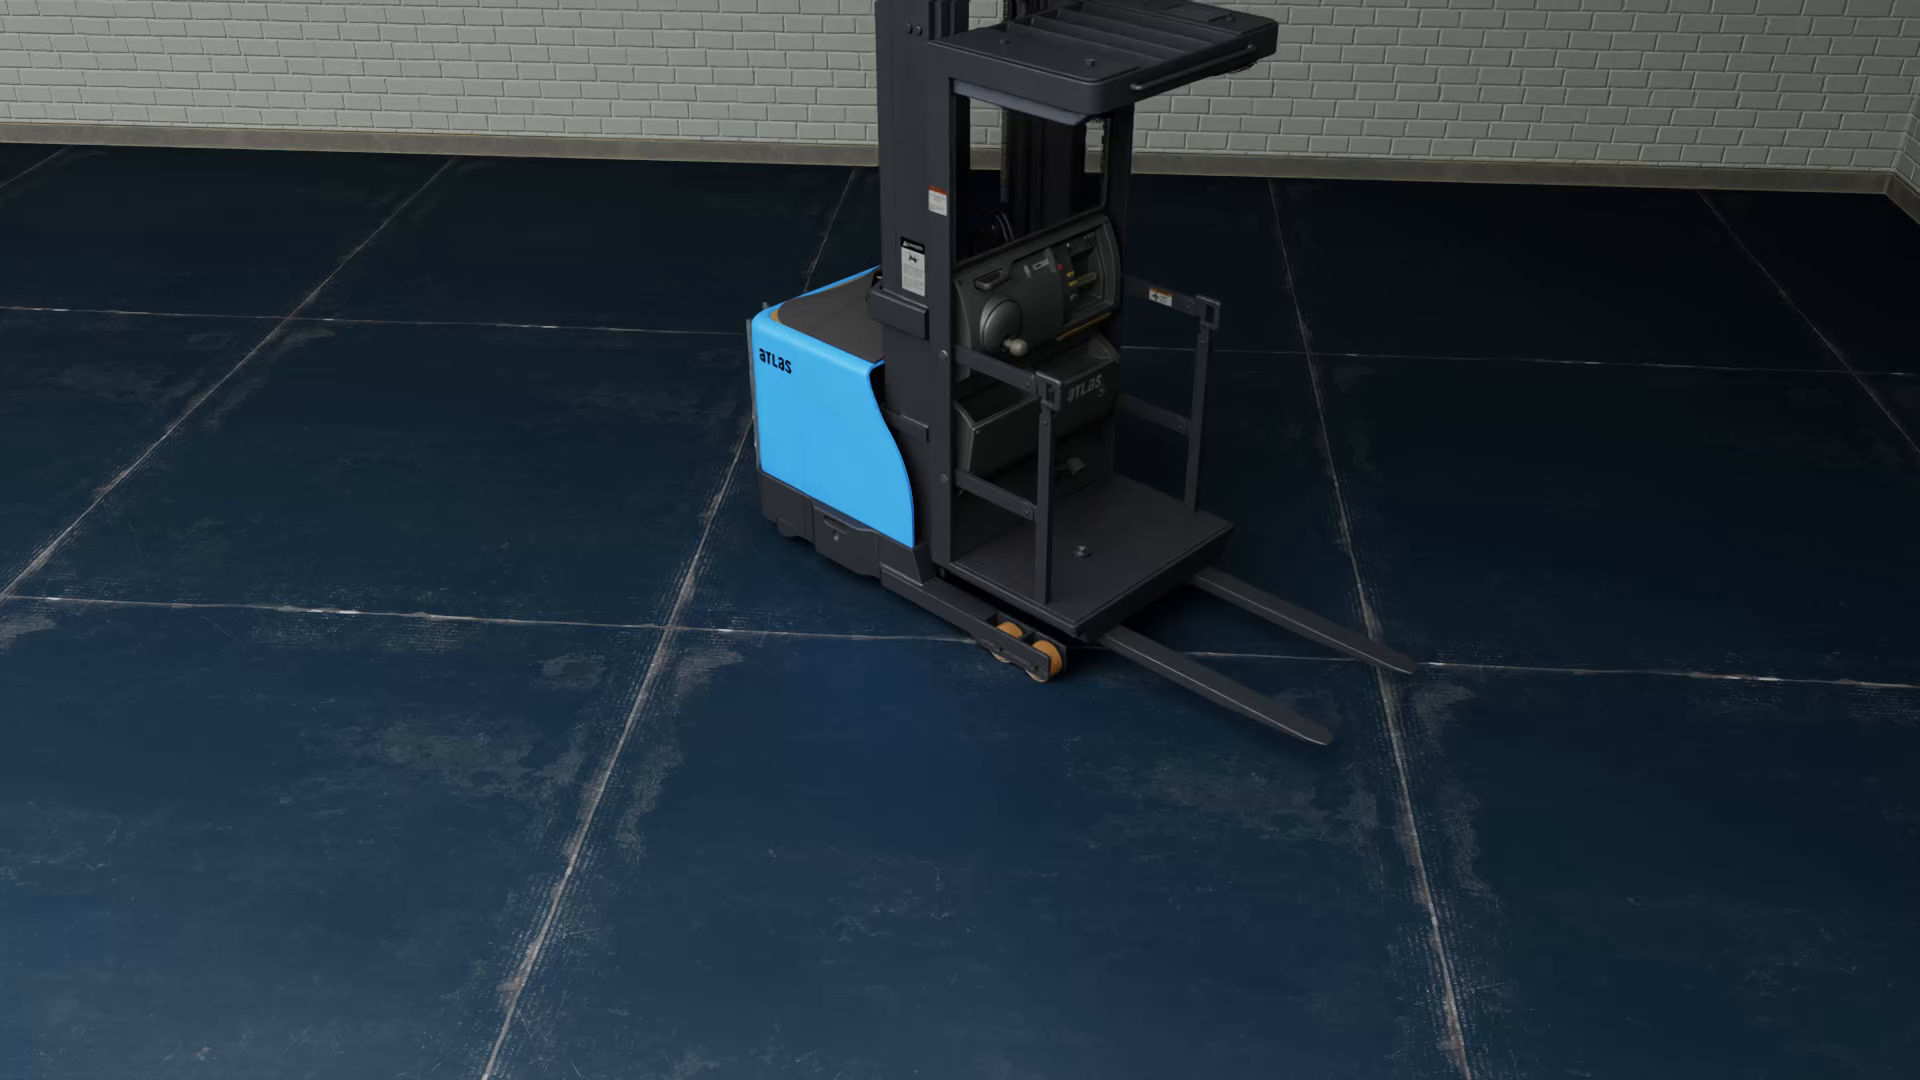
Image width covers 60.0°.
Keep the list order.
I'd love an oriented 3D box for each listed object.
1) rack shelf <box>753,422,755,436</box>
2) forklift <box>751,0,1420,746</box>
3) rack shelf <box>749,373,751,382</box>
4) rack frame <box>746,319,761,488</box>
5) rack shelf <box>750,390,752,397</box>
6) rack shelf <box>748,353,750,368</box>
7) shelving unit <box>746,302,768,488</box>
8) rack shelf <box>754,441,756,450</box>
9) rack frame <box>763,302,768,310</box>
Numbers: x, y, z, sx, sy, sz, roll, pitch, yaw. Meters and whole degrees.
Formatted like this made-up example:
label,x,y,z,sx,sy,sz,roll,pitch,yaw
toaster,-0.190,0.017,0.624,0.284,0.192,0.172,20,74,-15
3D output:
label,x,y,z,sx,sy,sz,roll,pitch,yaw
rack shelf,-0.844,-0.566,8.046,0.258,0.077,0.200,9,33,14
forklift,0.477,-0.978,6.543,3.031,2.935,1.130,26,40,36
rack shelf,-0.844,-0.796,7.904,0.258,0.077,0.200,9,33,14
rack frame,-0.873,-0.620,7.898,0.240,0.900,0.006,9,33,14
rack shelf,-0.844,-0.719,7.952,0.258,0.077,0.200,9,33,14
rack shelf,-0.844,-0.873,7.857,0.258,0.077,0.200,9,33,14
shelving unit,-0.844,-0.671,7.981,0.258,0.900,0.210,9,33,14
rack shelf,-0.844,-0.490,8.093,0.258,0.077,0.200,9,33,14
rack frame,-0.816,-0.722,8.064,0.240,0.900,0.006,9,33,14
